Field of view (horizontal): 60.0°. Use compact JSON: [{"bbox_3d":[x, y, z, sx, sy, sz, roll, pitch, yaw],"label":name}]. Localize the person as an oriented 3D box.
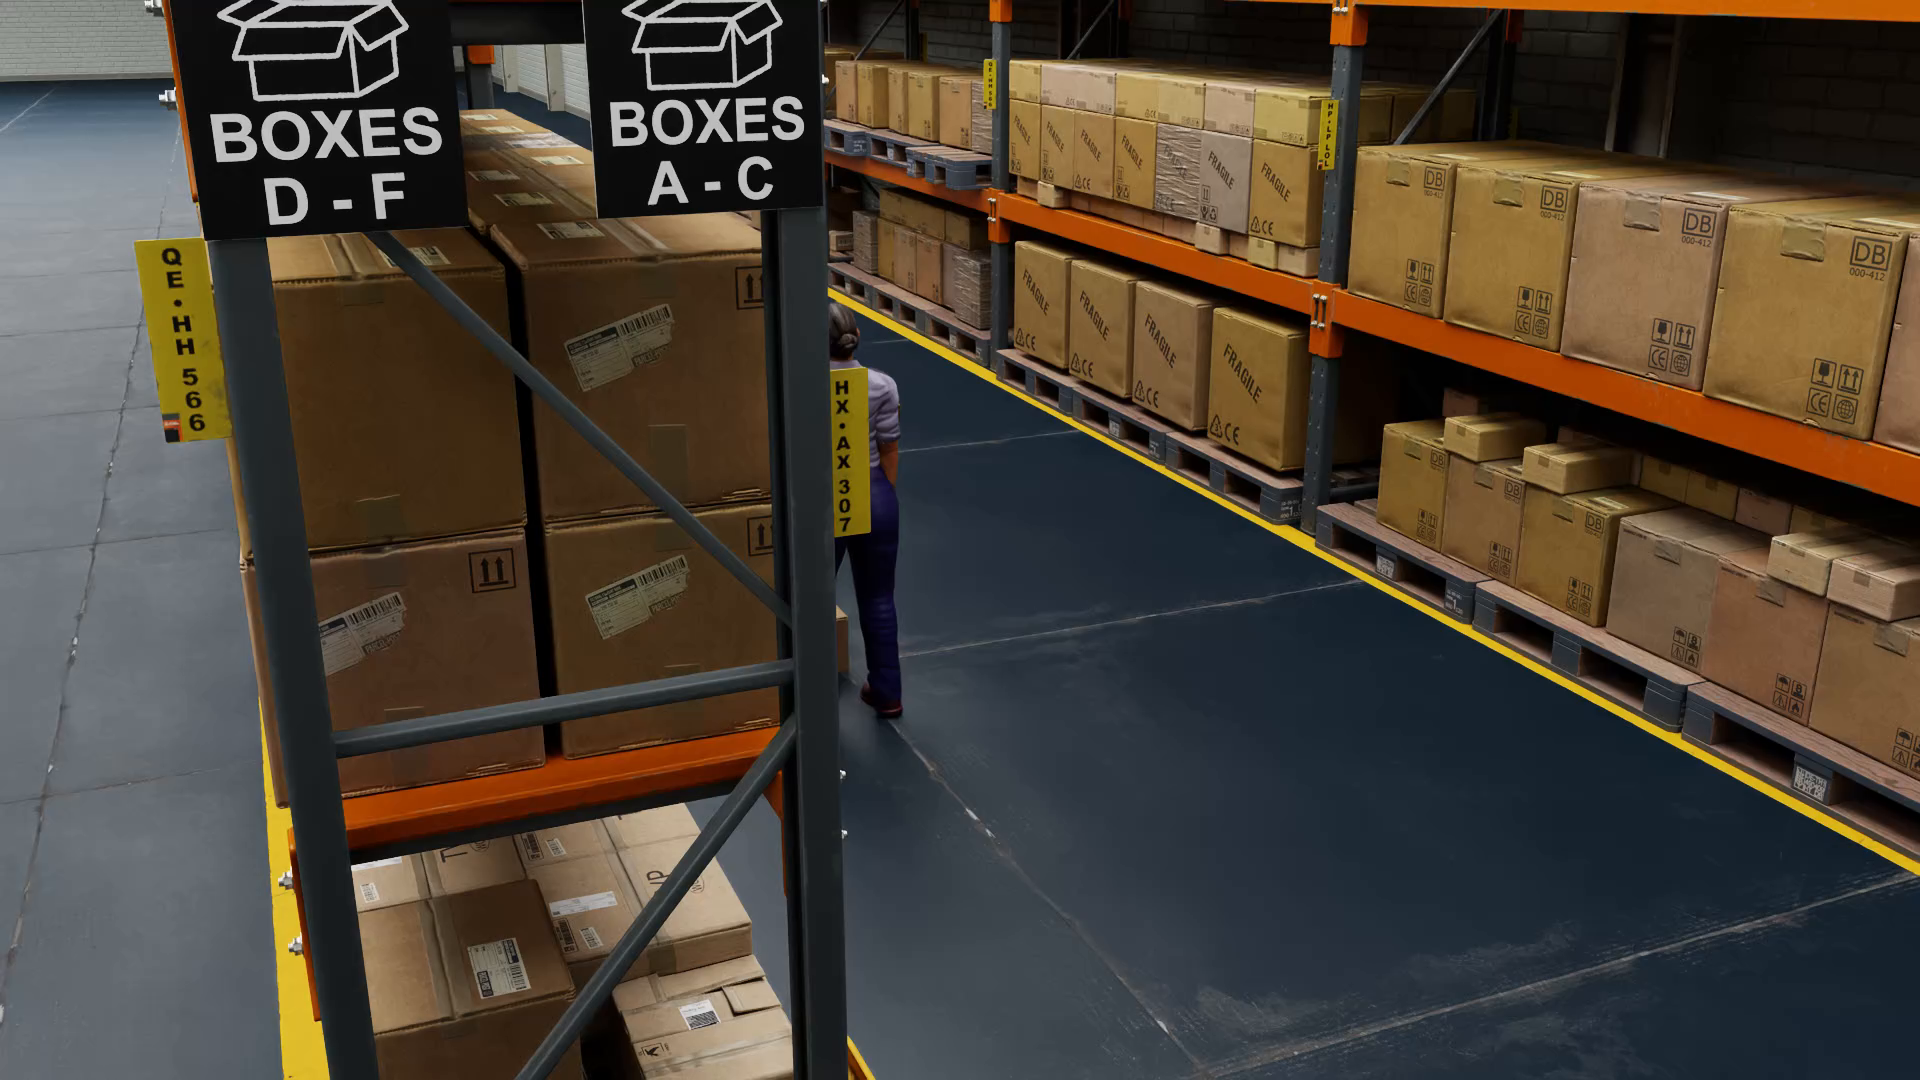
[{"bbox_3d":[-0.464,-0.094,6.373,0.470,1.645,0.342,-8,20,-21],"label":"person"}]
